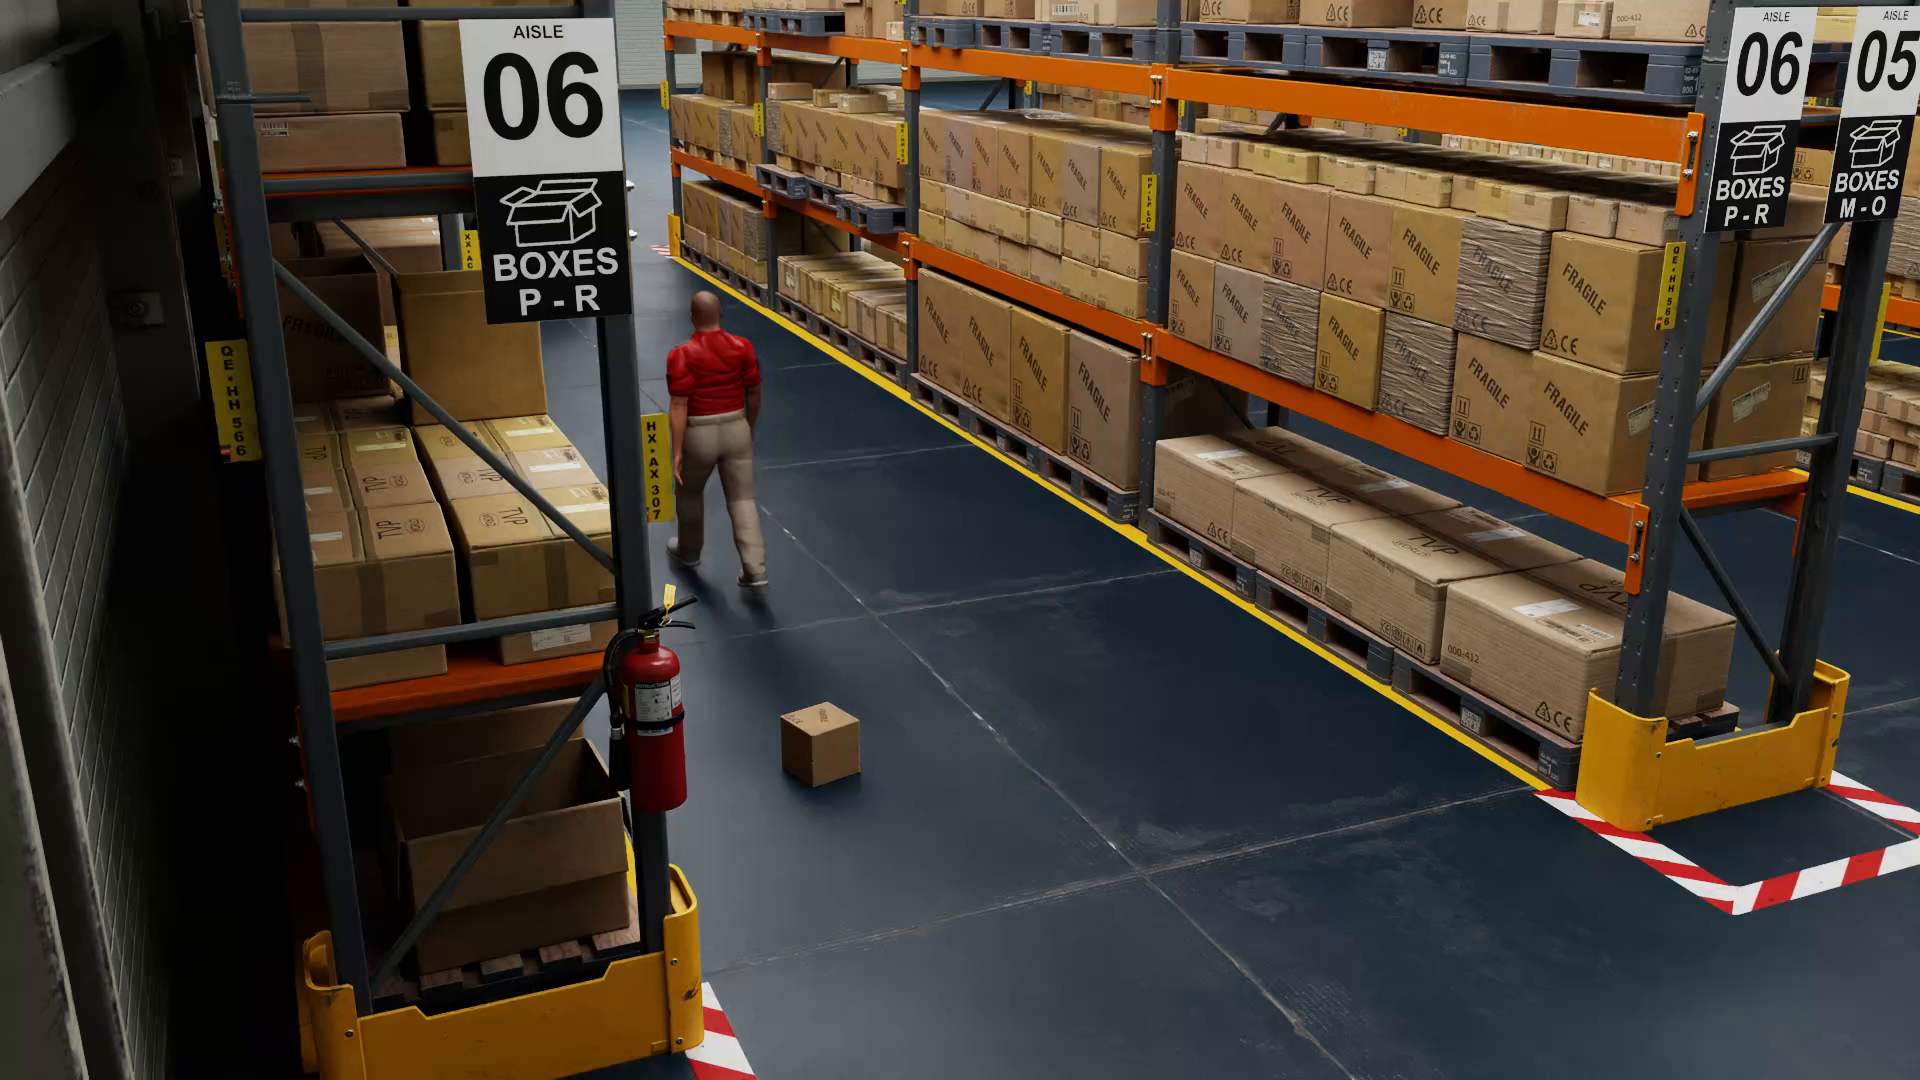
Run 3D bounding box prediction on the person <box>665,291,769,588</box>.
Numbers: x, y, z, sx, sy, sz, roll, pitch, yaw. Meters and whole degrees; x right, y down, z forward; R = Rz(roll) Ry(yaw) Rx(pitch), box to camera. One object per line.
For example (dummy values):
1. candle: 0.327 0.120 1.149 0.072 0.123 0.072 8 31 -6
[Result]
1. person: -1.386 -0.582 9.324 0.569 1.671 1.056 -7 20 -21
